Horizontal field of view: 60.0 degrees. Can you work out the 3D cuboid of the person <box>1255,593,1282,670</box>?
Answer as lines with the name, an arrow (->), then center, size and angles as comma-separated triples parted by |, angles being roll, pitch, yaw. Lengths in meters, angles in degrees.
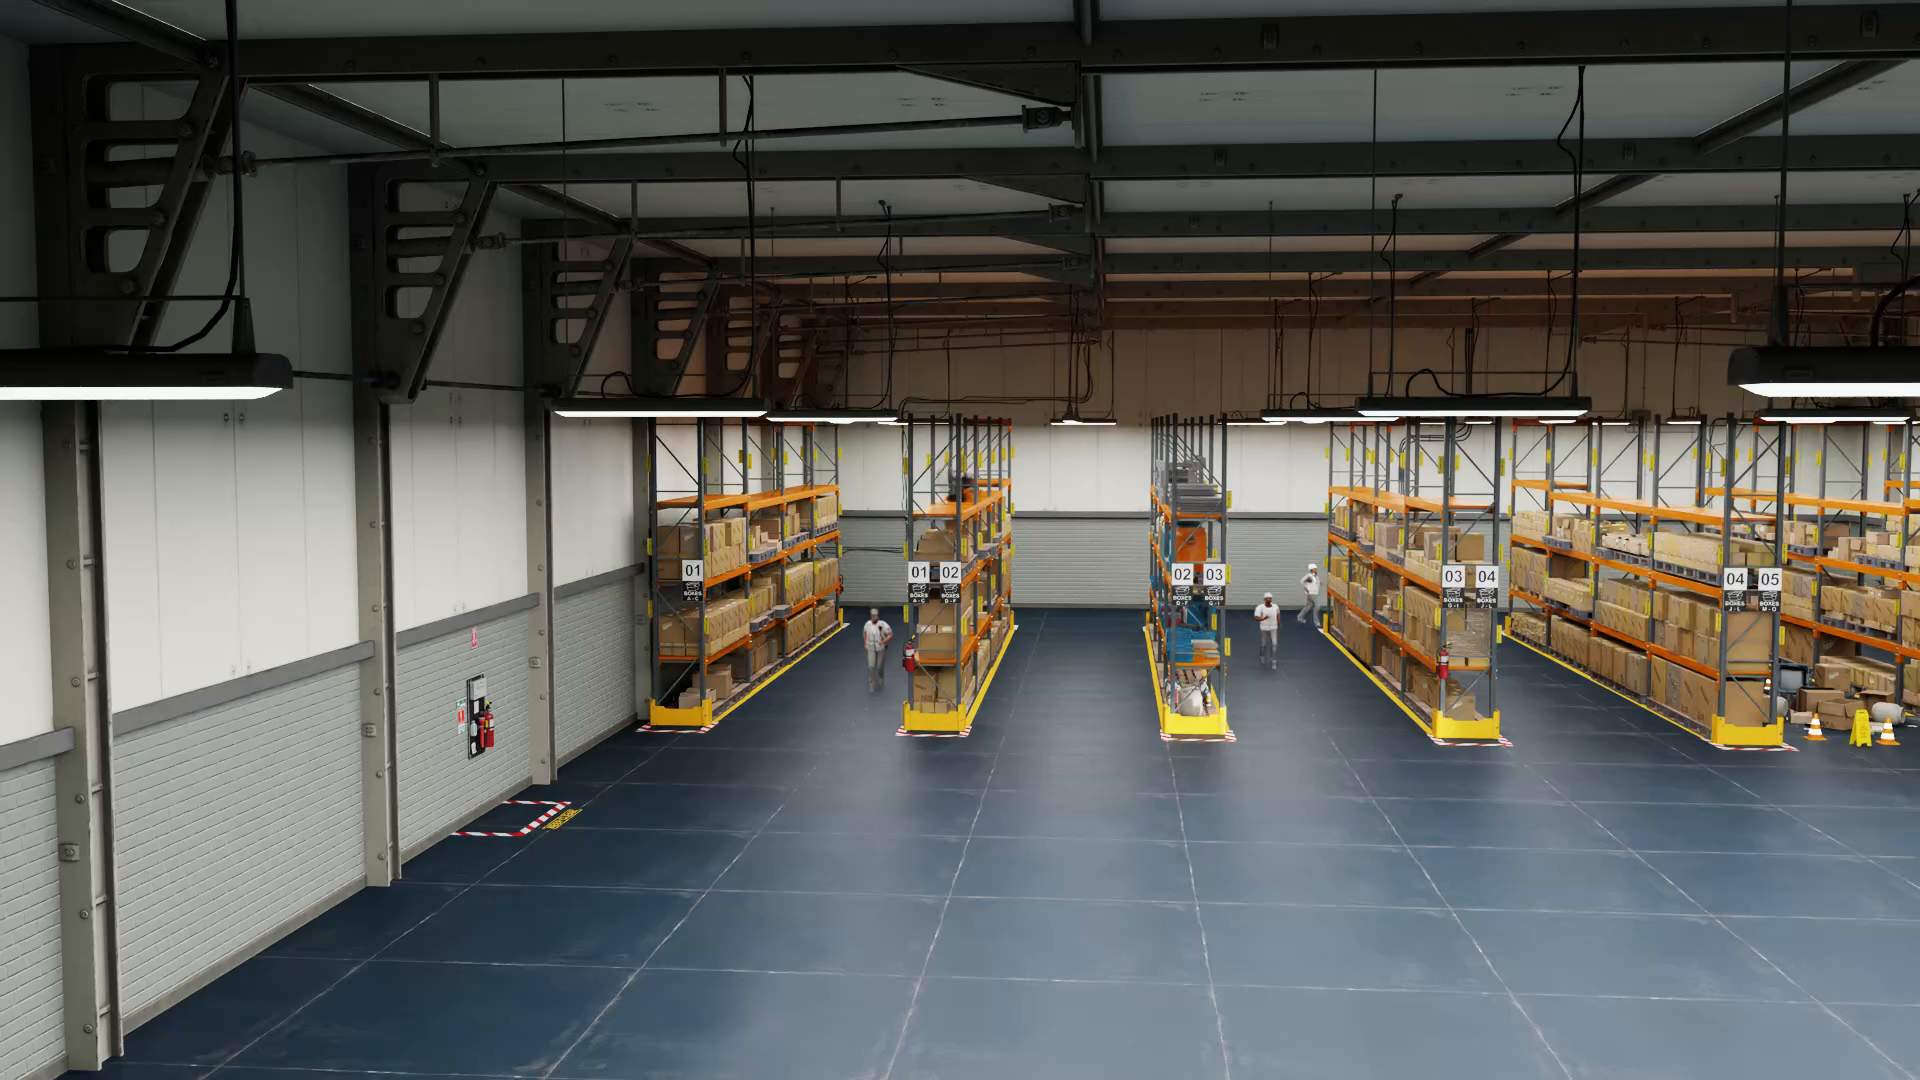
person -> 7.359, 2.162, 39.731 | 0.676, 1.825, 0.791 | 0, 4, -1

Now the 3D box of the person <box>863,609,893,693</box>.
person -> -1.800, 2.401, 36.293 | 0.675, 1.845, 0.775 | 0, 4, 7

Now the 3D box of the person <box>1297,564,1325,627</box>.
person -> 10.196, 1.598, 48.293 | 0.789, 1.837, 0.630 | 2, 4, 27
